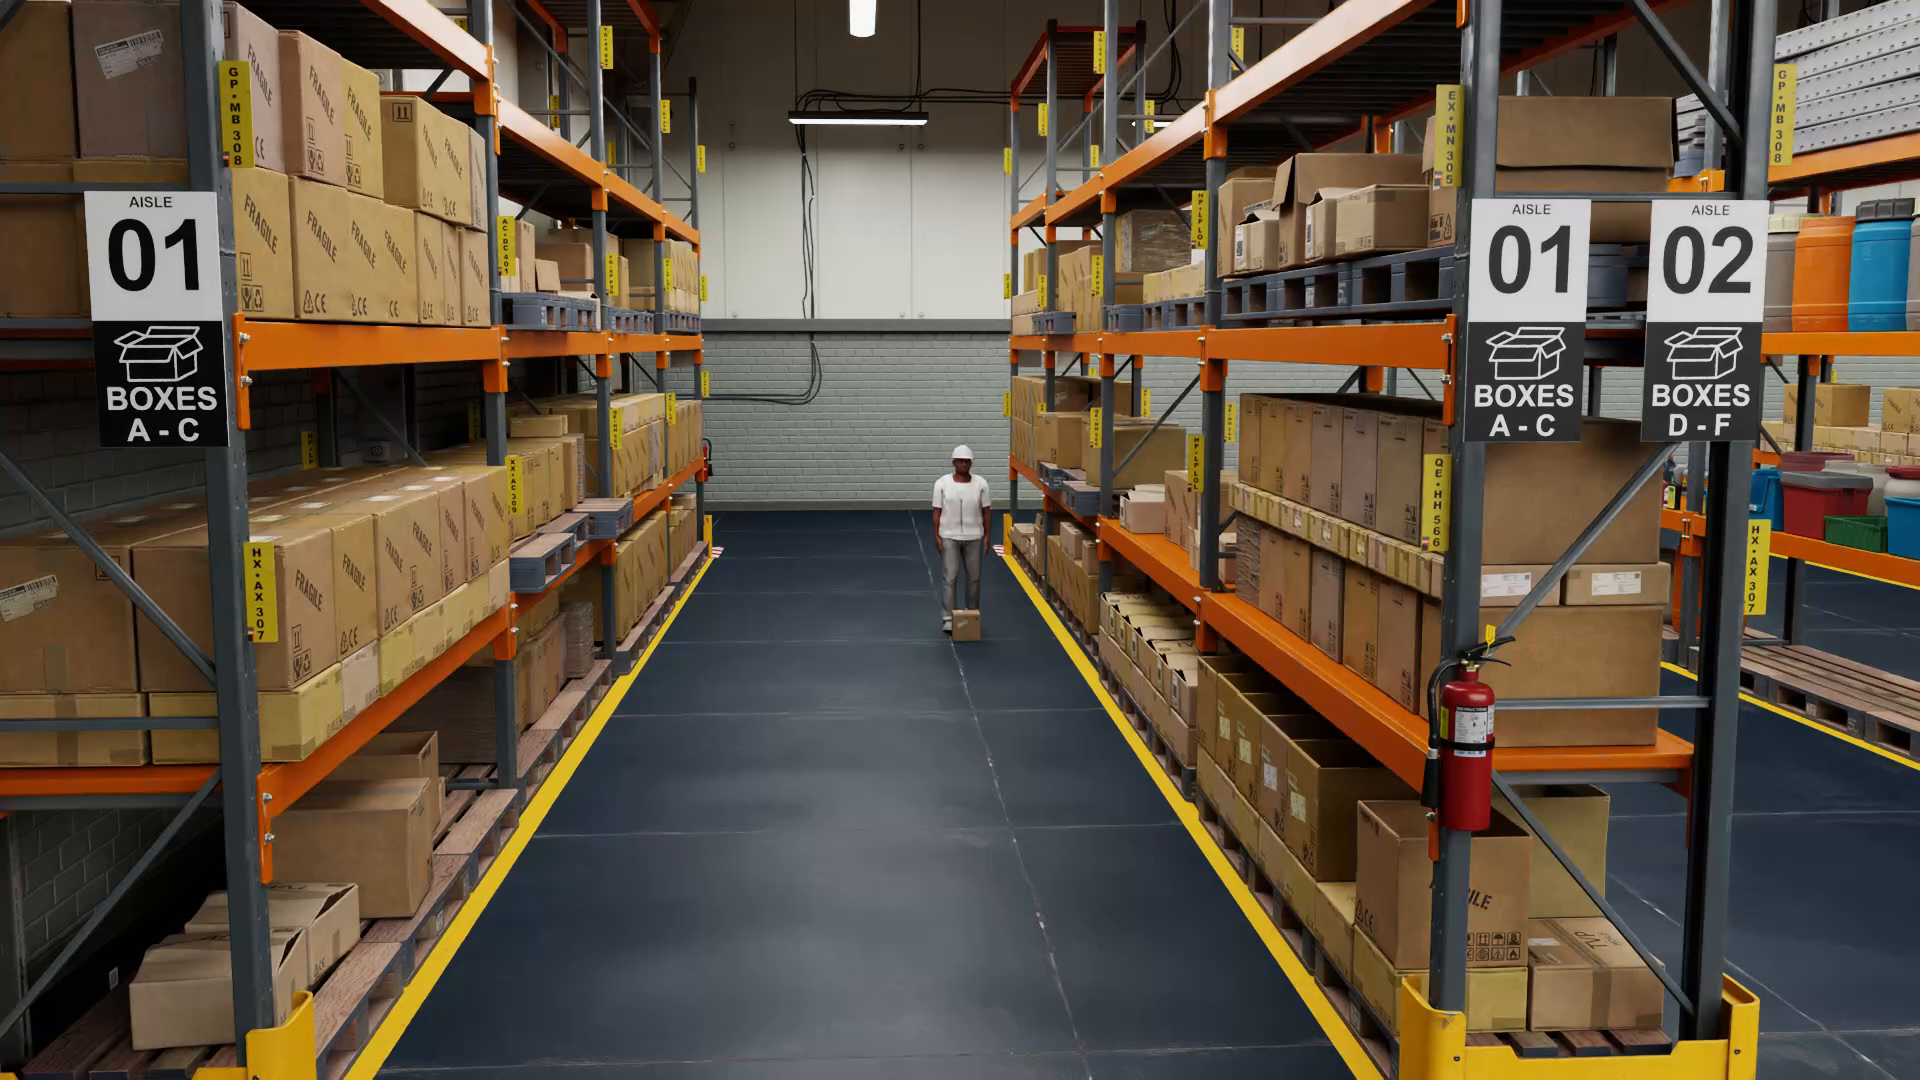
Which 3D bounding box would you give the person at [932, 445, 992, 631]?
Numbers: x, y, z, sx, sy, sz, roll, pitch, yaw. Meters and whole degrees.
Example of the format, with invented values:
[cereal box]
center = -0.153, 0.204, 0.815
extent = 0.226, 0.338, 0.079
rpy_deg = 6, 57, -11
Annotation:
[person]
center = 0.022, -0.002, 15.778
extent = 0.564, 1.789, 0.418
rpy_deg = 0, 7, -3
